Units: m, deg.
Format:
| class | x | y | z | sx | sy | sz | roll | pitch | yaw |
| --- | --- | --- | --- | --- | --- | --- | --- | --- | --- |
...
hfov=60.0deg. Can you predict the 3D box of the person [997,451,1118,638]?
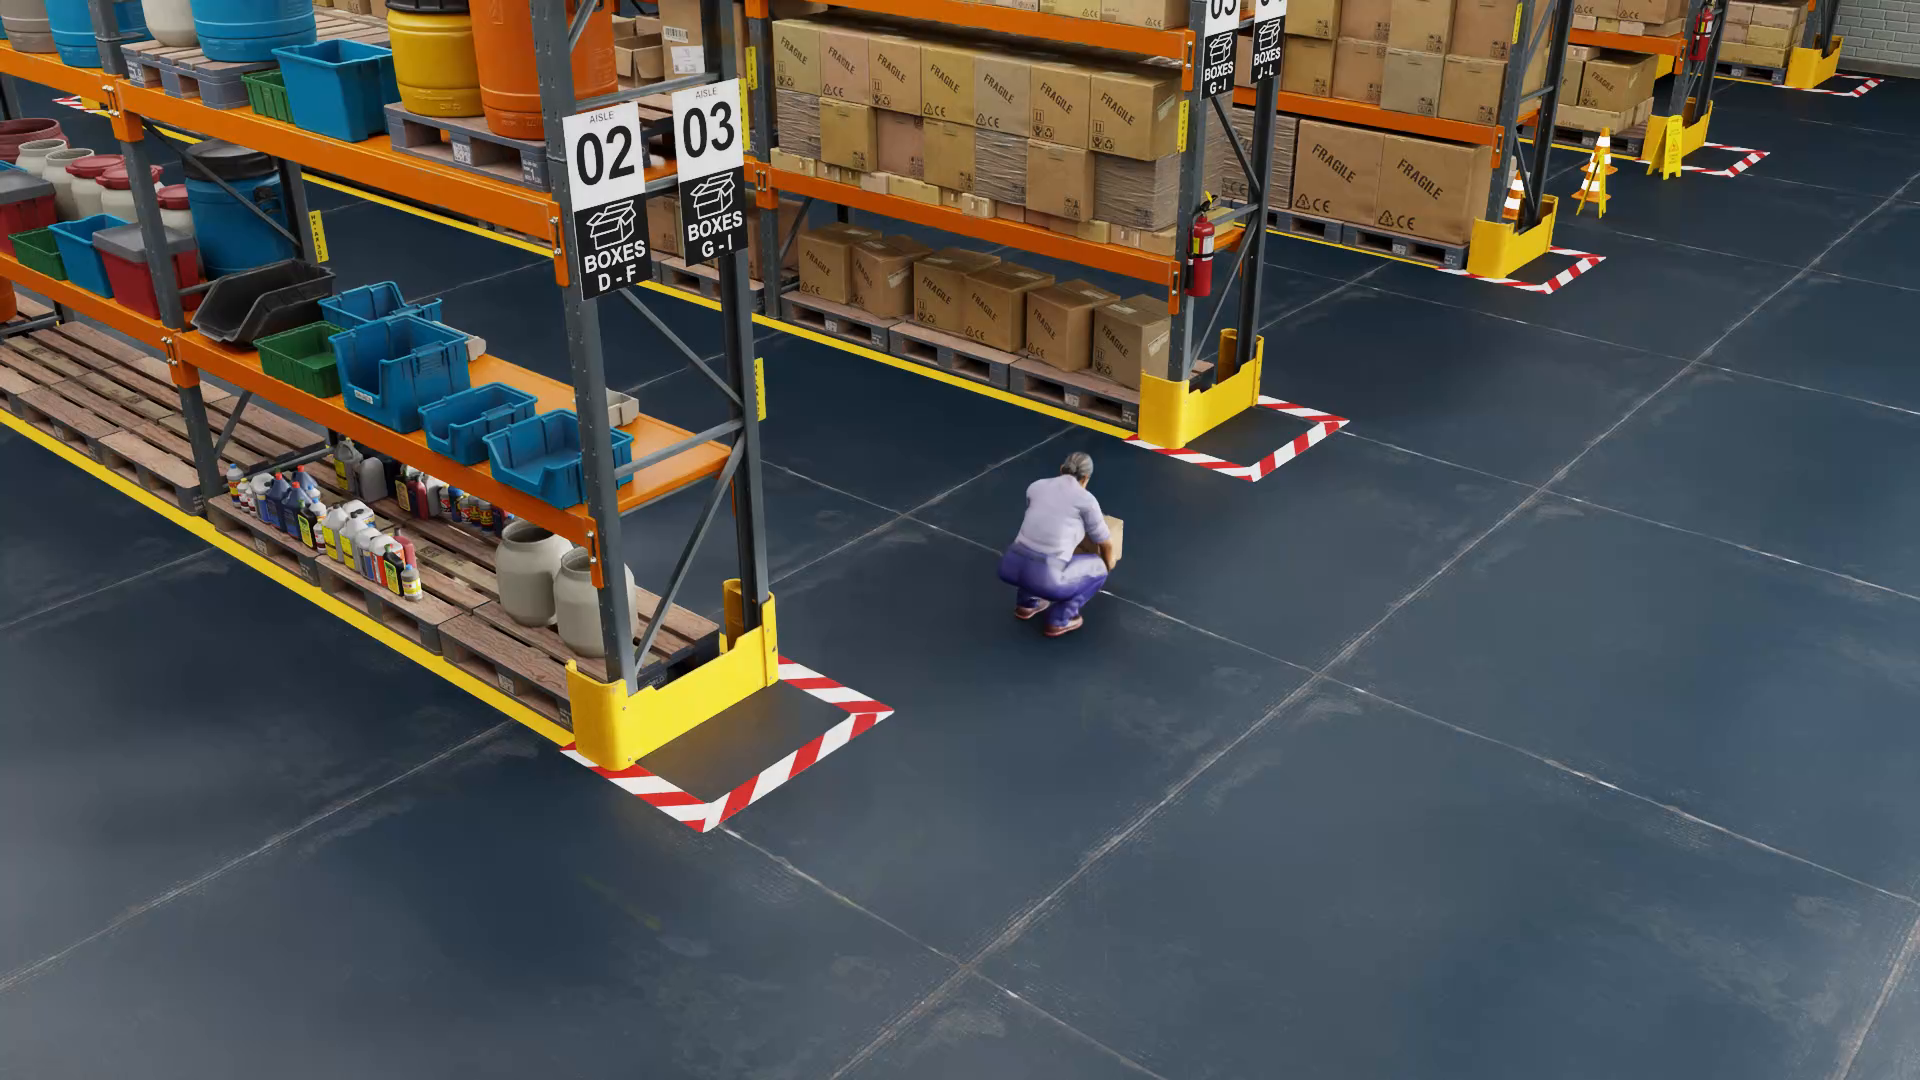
| class | x | y | z | sx | sy | sz | roll | pitch | yaw |
| --- | --- | --- | --- | --- | --- | --- | --- | --- | --- |
| person | 0.559 | 0.013 | 9.409 | 0.528 | 0.924 | 0.829 | 21 | 34 | 35 |
